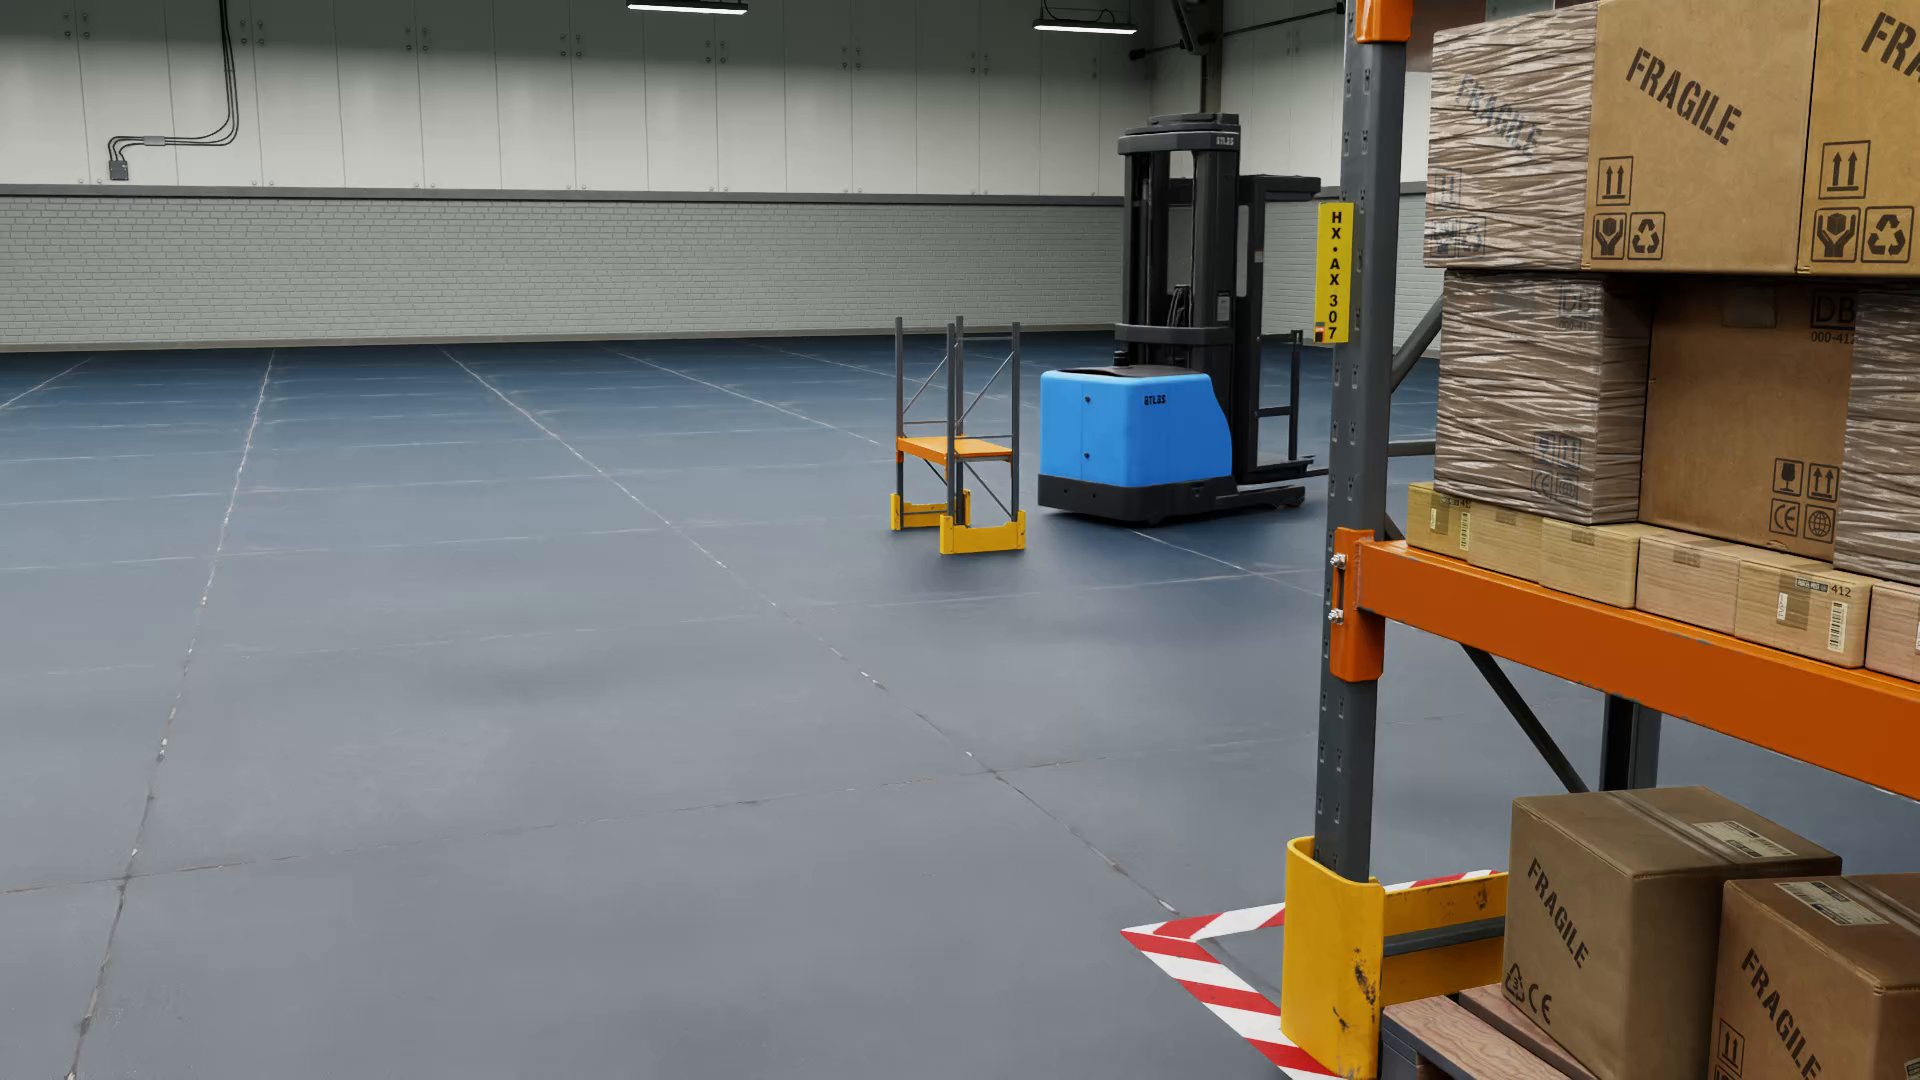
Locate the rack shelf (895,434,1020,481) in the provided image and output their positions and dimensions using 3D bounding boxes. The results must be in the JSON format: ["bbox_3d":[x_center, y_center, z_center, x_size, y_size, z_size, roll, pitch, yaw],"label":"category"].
[{"bbox_3d":[-0.031,-0.575,11.399,0.538,0.185,1.000,-4,11,-21],"label":"rack shelf"}]

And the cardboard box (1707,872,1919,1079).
[{"bbox_3d":[1.849,0.985,3.257,0.500,0.500,0.500,-1,10,-6],"label":"cardboard box"}]

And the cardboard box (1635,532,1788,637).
[{"bbox_3d":[1.530,0.071,3.173,0.380,0.149,0.250,-4,11,-21],"label":"cardboard box"}]

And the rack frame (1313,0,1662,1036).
[{"bbox_3d":[1.390,-0.238,4.190,1.000,3.000,0.127,-4,11,-21],"label":"rack frame"}]

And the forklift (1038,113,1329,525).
[{"bbox_3d":[2.042,-1.738,12.822,3.031,2.935,1.130,-8,13,-39],"label":"forklift"}]

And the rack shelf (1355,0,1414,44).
[{"bbox_3d":[2.114,-1.034,2.156,1.077,0.370,4.000,-4,11,-21],"label":"rack shelf"}]

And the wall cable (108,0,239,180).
[{"bbox_3d":[-14.912,-9.812,31.173,2.305,6.003,0.169,-4,11,-21],"label":"wall cable"}]

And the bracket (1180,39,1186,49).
[{"bbox_3d":[4.947,-10.789,36.101,0.235,0.232,0.430,-4,11,-21],"label":"bracket"}]

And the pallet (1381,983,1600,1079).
[{"bbox_3d":[1.679,1.283,3.607,1.003,0.211,1.213,-4,11,-21],"label":"pallet"}]

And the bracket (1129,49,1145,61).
[{"bbox_3d":[4.088,-11.176,38.276,0.235,0.232,0.430,-4,11,-21],"label":"bracket"}]

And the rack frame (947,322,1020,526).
[{"bbox_3d":[0.153,-0.669,10.901,0.500,1.500,0.032,-4,11,-21],"label":"rack frame"}]

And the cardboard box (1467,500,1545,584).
[{"bbox_3d":[1.343,-0.010,3.630,0.380,0.149,0.250,-4,11,-21],"label":"cardboard box"}]

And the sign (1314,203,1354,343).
[{"bbox_3d":[0.884,-0.629,3.921,0.100,0.325,0.005,-4,11,-21],"label":"sign"}]

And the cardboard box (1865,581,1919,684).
[{"bbox_3d":[1.730,0.151,2.721,0.380,0.149,0.250,-4,11,-21],"label":"cardboard box"}]

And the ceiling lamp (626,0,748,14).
[{"bbox_3d":[-4.636,-10.434,27.716,2.000,3.185,0.800,-4,11,-21],"label":"ceiling lamp"}]

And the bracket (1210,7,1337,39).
[{"bbox_3d":[6.181,-10.233,32.975,0.076,0.066,4.783,-4,11,-21],"label":"bracket"}]

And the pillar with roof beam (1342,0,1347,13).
[{"bbox_3d":[3.590,-7.719,29.120,9.100,9.000,0.548,-4,11,-21],"label":"pillar with roof beam"}]

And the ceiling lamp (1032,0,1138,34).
[{"bbox_3d":[2.205,-10.900,30.335,2.000,3.185,0.800,-4,11,-21],"label":"ceiling lamp"}]

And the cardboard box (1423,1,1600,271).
[{"bbox_3d":[1.335,-0.818,3.466,0.500,0.500,0.500,-4,11,-21],"label":"cardboard box"}]

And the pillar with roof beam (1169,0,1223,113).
[{"bbox_3d":[1.416,-8.698,34.626,9.100,9.000,0.548,-4,11,-21],"label":"pillar with roof beam"}]

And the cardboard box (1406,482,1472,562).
[{"bbox_3d":[1.271,-0.052,3.866,0.380,0.149,0.250,-4,11,-21],"label":"cardboard box"}]

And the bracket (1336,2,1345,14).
[{"bbox_3d":[7.121,-9.810,30.595,0.235,0.232,0.430,-4,11,-21],"label":"bracket"}]

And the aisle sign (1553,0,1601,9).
[{"bbox_3d":[1.647,-1.547,4.127,0.394,0.787,0.004,-4,11,-21],"label":"aisle sign"}]

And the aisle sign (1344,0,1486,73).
[{"bbox_3d":[1.087,-1.509,3.913,0.394,0.787,0.004,-4,11,-21],"label":"aisle sign"}]

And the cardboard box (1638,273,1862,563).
[{"bbox_3d":[1.856,-0.268,3.225,0.875,0.500,0.500,-4,11,-21],"label":"cardboard box"}]

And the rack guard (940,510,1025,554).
[{"bbox_3d":[0.153,-0.054,11.011,0.587,0.250,0.087,-4,11,-21],"label":"rack guard"}]

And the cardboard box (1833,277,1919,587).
[{"bbox_3d":[1.997,-0.183,2.751,0.875,0.500,0.500,-4,11,-21],"label":"cardboard box"}]

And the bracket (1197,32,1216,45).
[{"bbox_3d":[5.248,-10.654,35.339,0.235,0.232,0.430,-4,11,-21],"label":"bracket"}]

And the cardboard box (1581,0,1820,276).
[{"bbox_3d":[1.510,-0.736,3.005,0.500,0.500,0.500,-4,11,-21],"label":"cardboard box"}]

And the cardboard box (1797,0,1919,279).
[{"bbox_3d":[1.692,-0.655,2.547,0.500,0.500,0.500,-4,11,-21],"label":"cardboard box"}]

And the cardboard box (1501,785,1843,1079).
[{"bbox_3d":[1.600,0.889,3.794,0.500,0.500,0.500,-2,10,-10],"label":"cardboard box"}]

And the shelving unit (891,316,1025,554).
[{"bbox_3d":[-0.028,-0.751,11.359,0.587,1.500,1.083,-4,11,-21],"label":"shelving unit"}]

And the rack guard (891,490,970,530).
[{"bbox_3d":[-0.208,-0.217,11.925,0.587,0.250,0.087,-4,11,-21],"label":"rack guard"}]

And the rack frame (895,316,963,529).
[{"bbox_3d":[-0.215,-0.835,11.834,0.500,1.500,0.032,-4,11,-21],"label":"rack frame"}]

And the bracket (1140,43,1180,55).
[{"bbox_3d":[4.302,-11.079,37.734,0.076,0.066,3.189,-4,11,-21],"label":"bracket"}]

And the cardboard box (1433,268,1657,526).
[{"bbox_3d":[1.563,-0.342,3.641,0.875,0.500,0.500,-4,11,-21],"label":"cardboard box"}]

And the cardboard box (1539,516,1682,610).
[{"bbox_3d":[1.420,0.032,3.395,0.380,0.149,0.250,-4,11,-21],"label":"cardboard box"}]

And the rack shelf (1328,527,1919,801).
[{"bbox_3d":[2.114,0.443,2.418,1.077,0.370,4.000,-4,11,-21],"label":"rack shelf"}]

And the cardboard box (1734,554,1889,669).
[{"bbox_3d":[1.614,0.112,2.941,0.380,0.149,0.250,-4,11,-21],"label":"cardboard box"}]

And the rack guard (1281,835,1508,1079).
[{"bbox_3d":[1.417,1.006,4.340,1.175,0.500,0.348,-4,11,-21],"label":"rack guard"}]
